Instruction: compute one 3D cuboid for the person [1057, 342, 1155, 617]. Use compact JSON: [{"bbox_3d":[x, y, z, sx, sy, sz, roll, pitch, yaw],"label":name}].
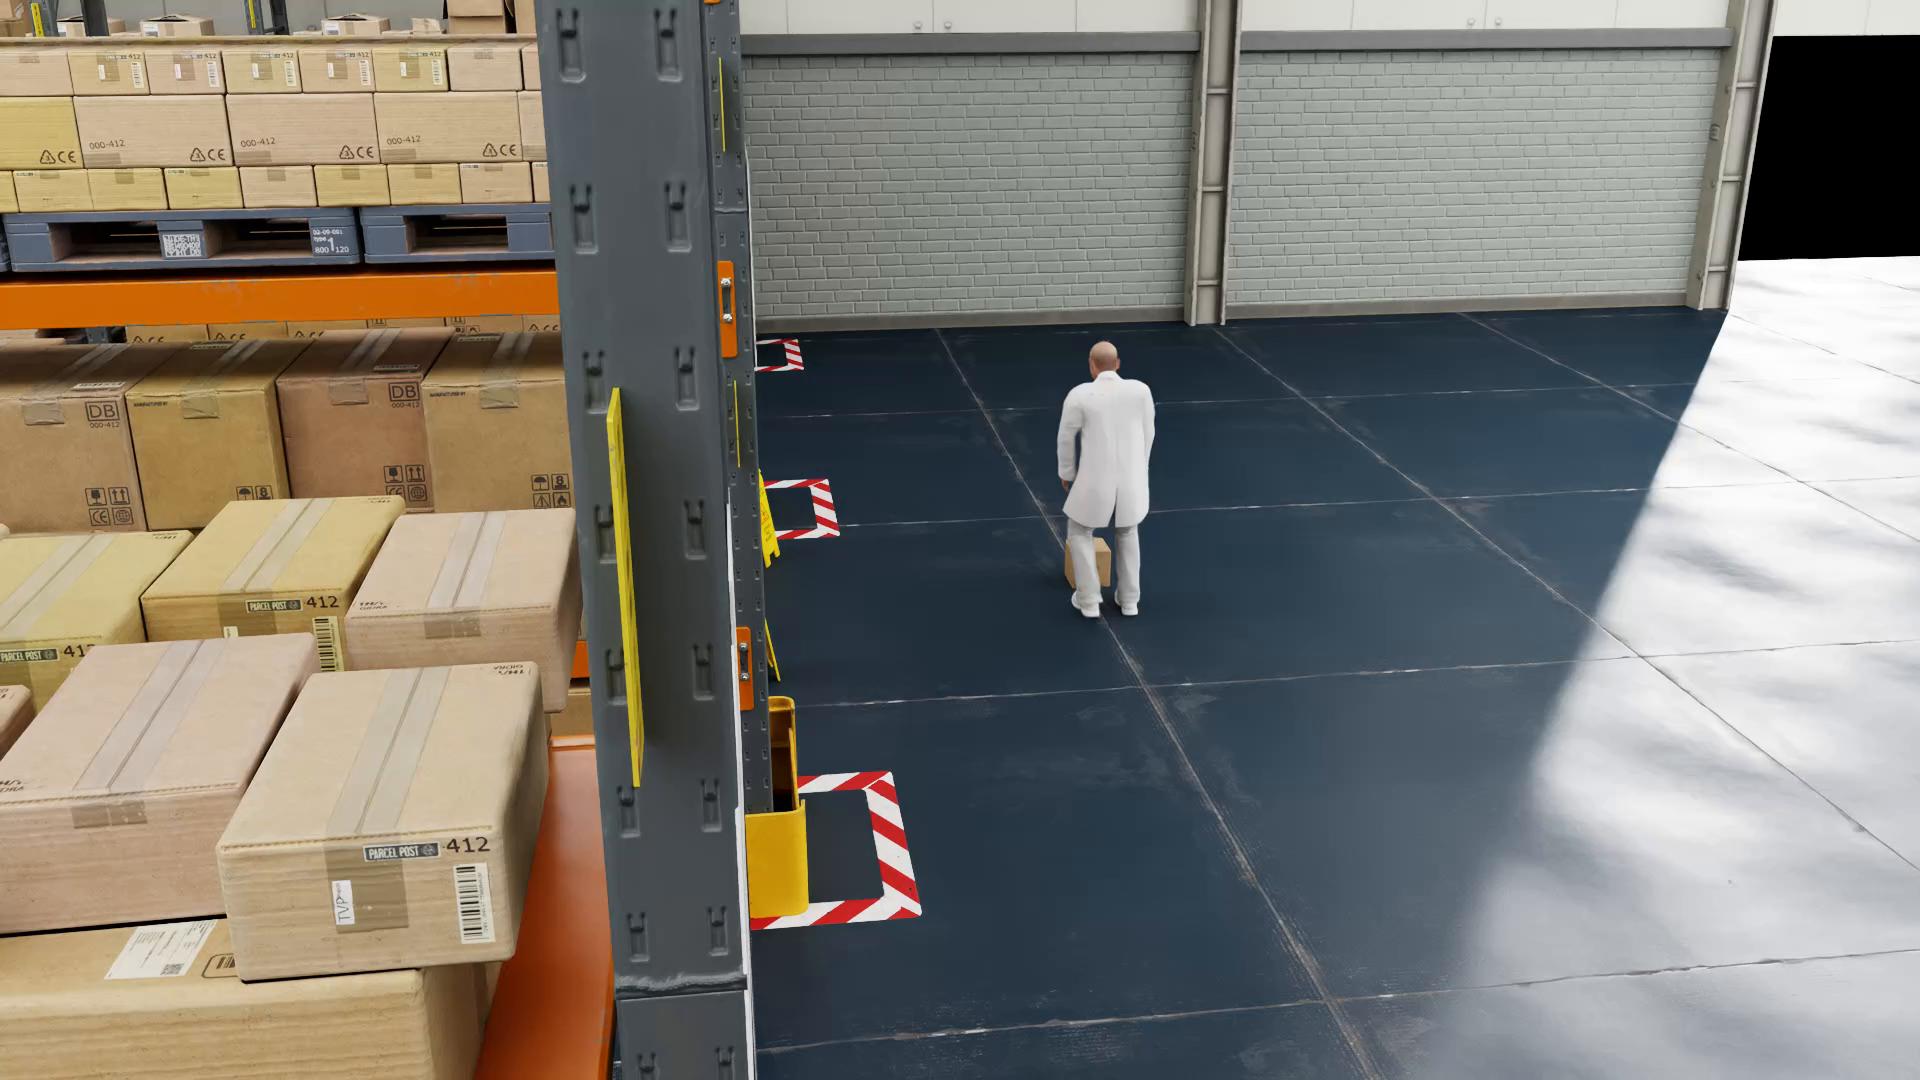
[{"bbox_3d":[0.889,-0.359,10.238,0.599,1.693,0.466,-2,20,-6],"label":"person"}]
